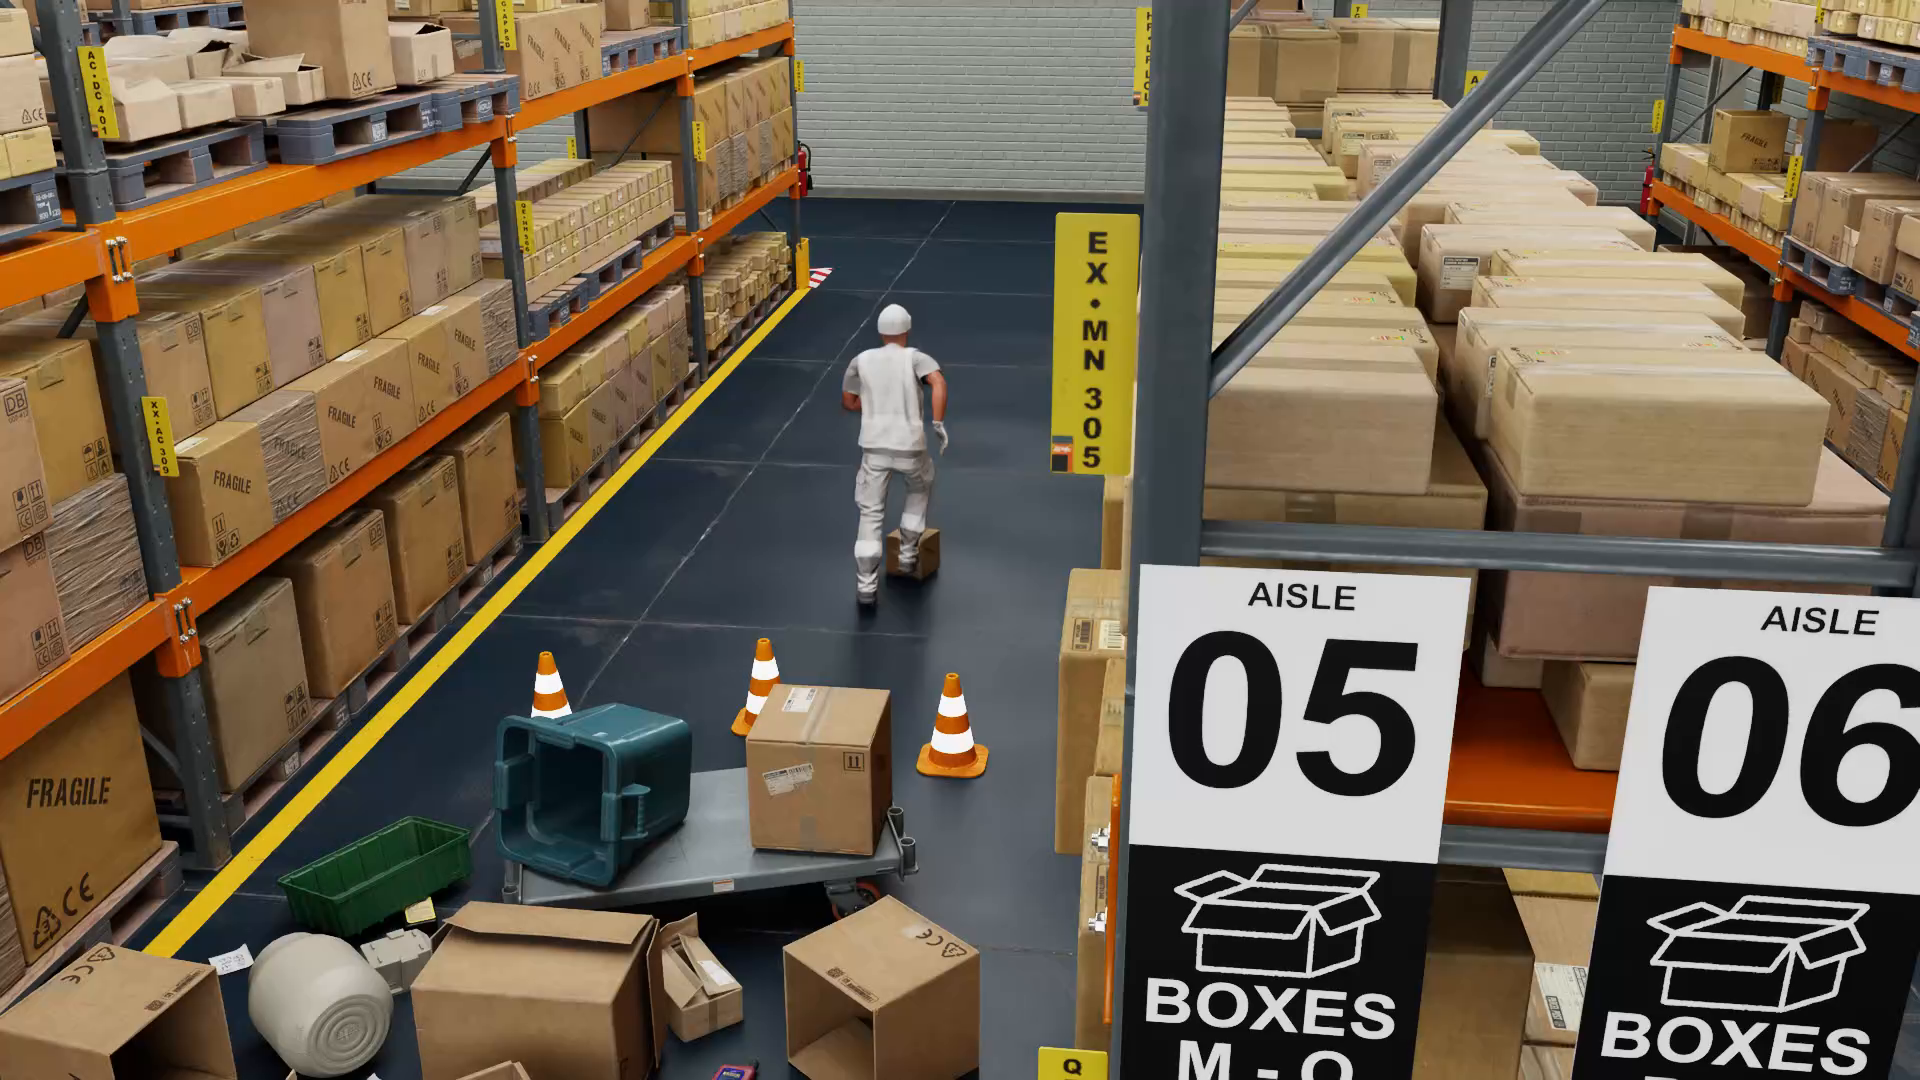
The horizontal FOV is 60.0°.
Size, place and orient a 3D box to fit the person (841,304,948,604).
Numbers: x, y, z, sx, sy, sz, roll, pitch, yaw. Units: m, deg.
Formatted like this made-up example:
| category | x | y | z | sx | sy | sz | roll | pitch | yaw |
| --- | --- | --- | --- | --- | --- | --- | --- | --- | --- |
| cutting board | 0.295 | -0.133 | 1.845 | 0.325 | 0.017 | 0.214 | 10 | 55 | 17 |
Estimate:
| category | x | y | z | sx | sy | sz | roll | pitch | yaw |
| --- | --- | --- | --- | --- | --- | --- | --- | --- | --- |
| person | -0.394 | -0.544 | 10.033 | 0.656 | 1.691 | 0.968 | 0 | 21 | 1 |
